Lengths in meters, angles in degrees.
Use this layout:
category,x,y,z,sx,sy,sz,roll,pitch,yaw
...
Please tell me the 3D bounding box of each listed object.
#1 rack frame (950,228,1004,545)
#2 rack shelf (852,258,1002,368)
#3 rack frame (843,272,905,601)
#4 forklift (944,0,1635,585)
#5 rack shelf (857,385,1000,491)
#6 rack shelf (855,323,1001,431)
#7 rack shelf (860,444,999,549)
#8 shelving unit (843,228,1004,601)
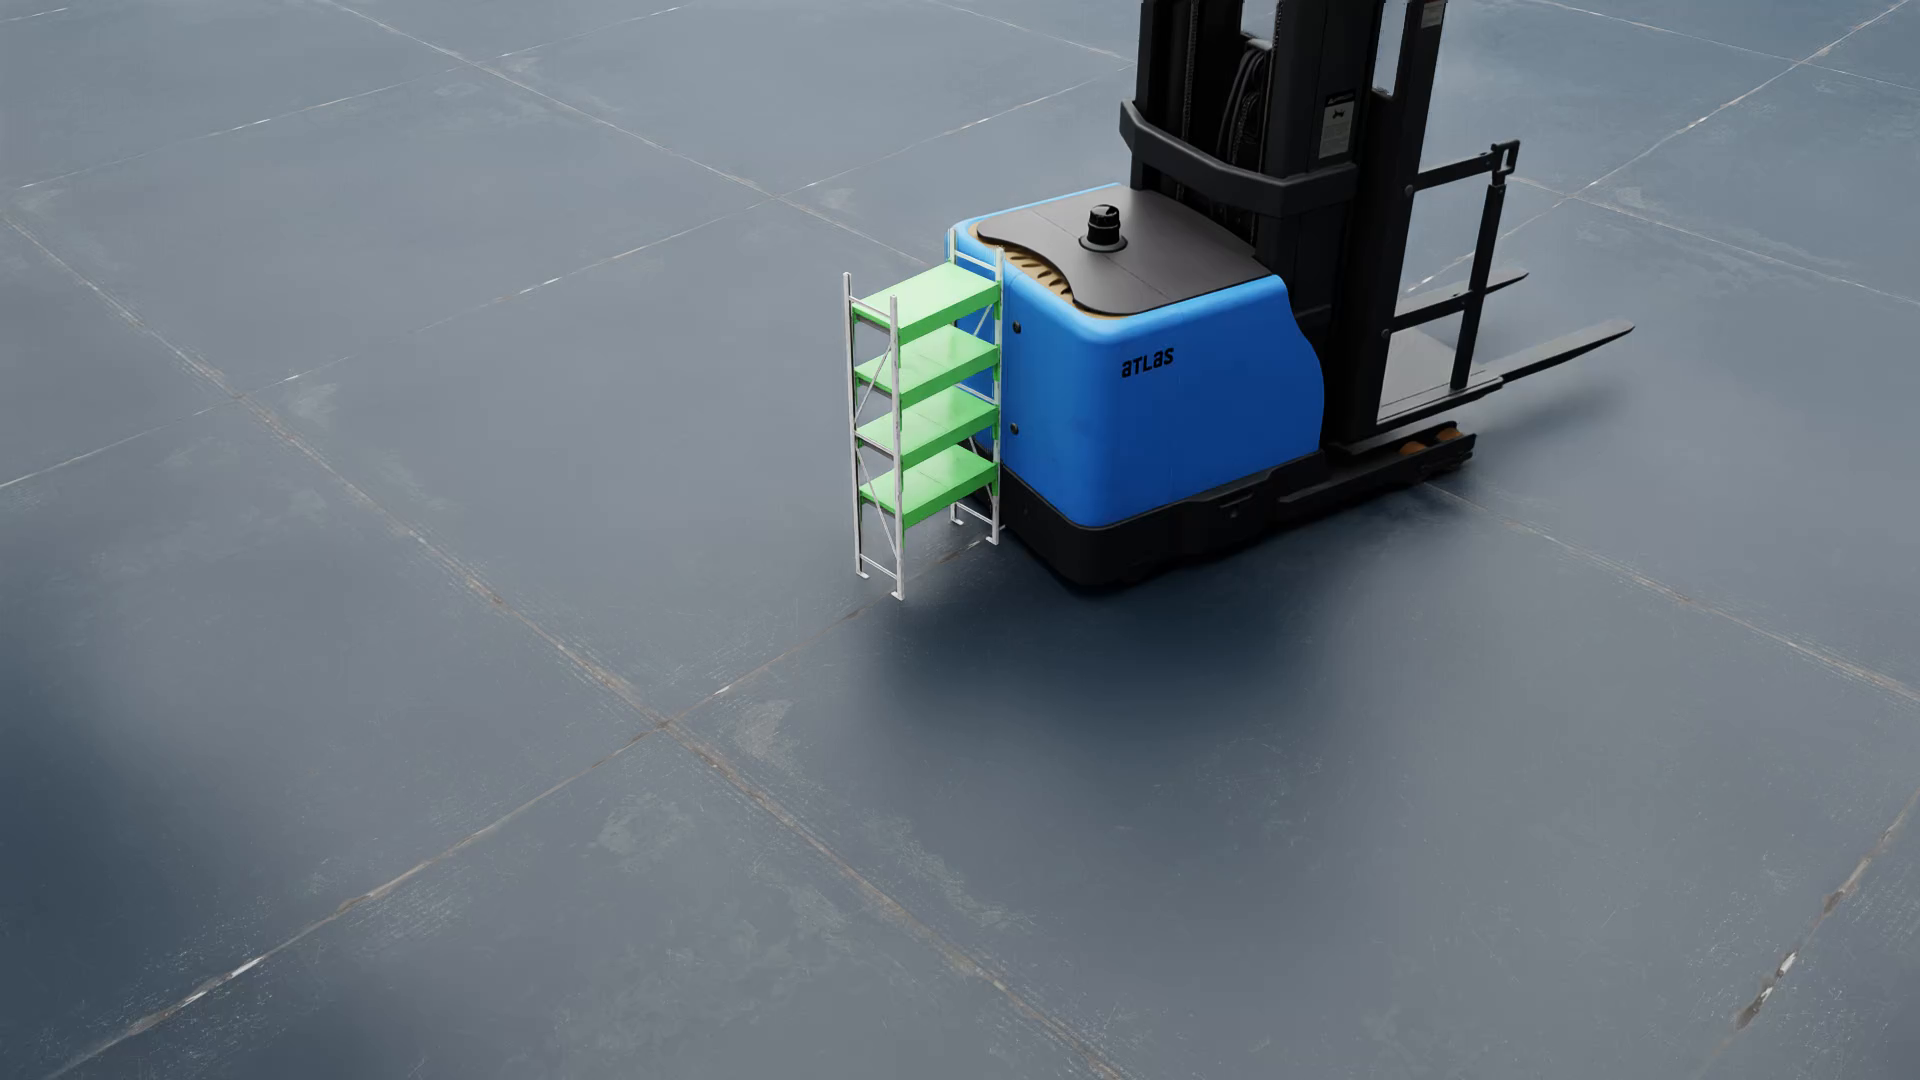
category,x,y,z,sx,sy,sz,roll,pitch,yaw
rack frame,0.055,-0.524,5.952,0.240,1.200,0.015,30,45,35
rack shelf,-0.117,-0.766,5.572,0.258,0.148,0.480,30,45,35
rack frame,-0.289,-0.326,5.668,0.240,1.200,0.015,30,45,35
forklift,1.456,-1.664,6.073,3.031,2.935,1.130,-19,39,-25
rack shelf,-0.117,-0.373,5.847,0.258,0.148,0.480,30,45,35
rack shelf,-0.117,-0.569,5.710,0.258,0.148,0.480,30,45,35
rack shelf,-0.117,-0.176,5.984,0.258,0.148,0.480,30,45,35
shelving unit,-0.117,-0.425,5.810,0.258,1.200,0.503,30,45,35
